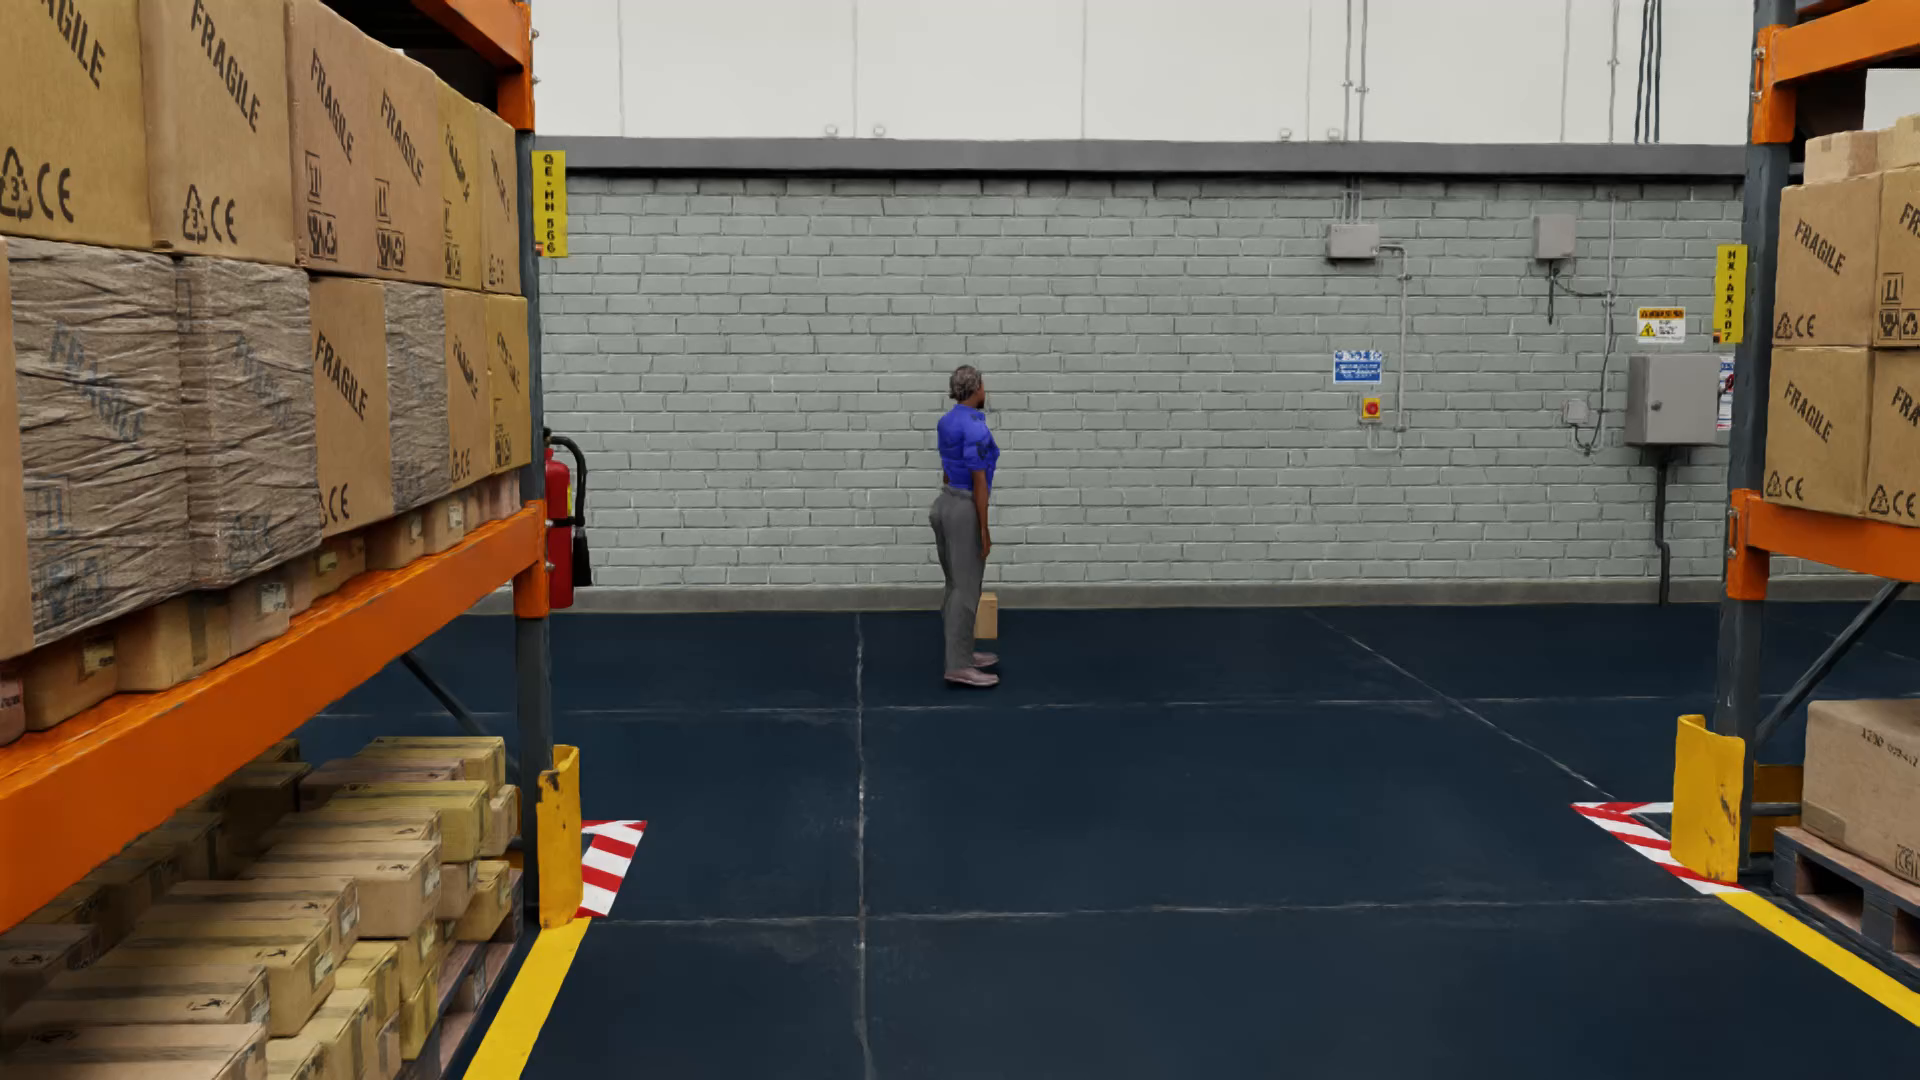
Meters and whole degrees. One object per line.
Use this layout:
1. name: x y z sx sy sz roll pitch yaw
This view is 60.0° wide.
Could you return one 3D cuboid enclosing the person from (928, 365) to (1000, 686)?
1. person: 0.070 -0.092 8.815 0.437 1.666 0.535 -3 8 -24
